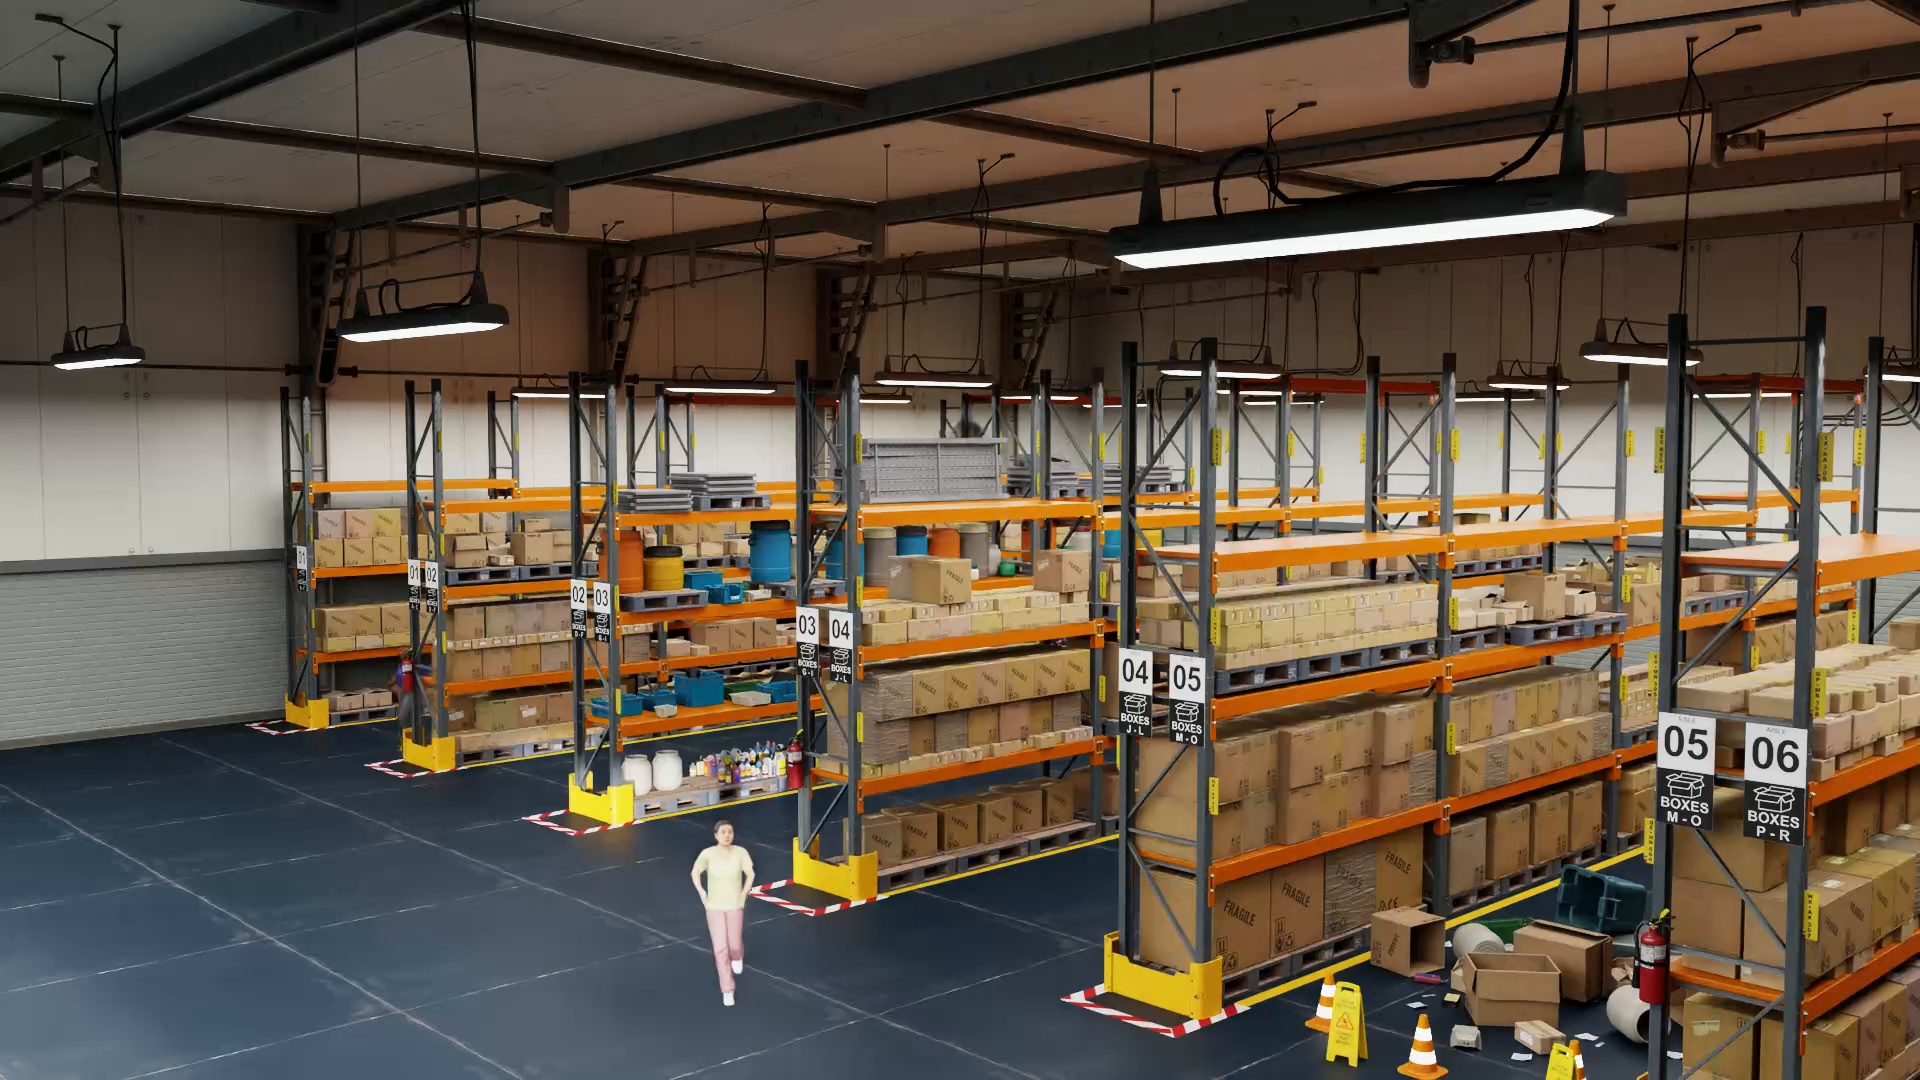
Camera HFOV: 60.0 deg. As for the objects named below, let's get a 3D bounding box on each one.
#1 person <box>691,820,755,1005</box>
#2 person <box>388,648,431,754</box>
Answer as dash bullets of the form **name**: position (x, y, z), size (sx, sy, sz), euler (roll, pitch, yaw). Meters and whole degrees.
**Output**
- **person**: position (-2.181, 3.375, 15.319), size (0.581, 1.654, 0.710), euler (-1, 4, -10)
- **person**: position (-8.982, 2.613, 27.148), size (0.601, 1.727, 0.741), euler (3, 5, 38)
